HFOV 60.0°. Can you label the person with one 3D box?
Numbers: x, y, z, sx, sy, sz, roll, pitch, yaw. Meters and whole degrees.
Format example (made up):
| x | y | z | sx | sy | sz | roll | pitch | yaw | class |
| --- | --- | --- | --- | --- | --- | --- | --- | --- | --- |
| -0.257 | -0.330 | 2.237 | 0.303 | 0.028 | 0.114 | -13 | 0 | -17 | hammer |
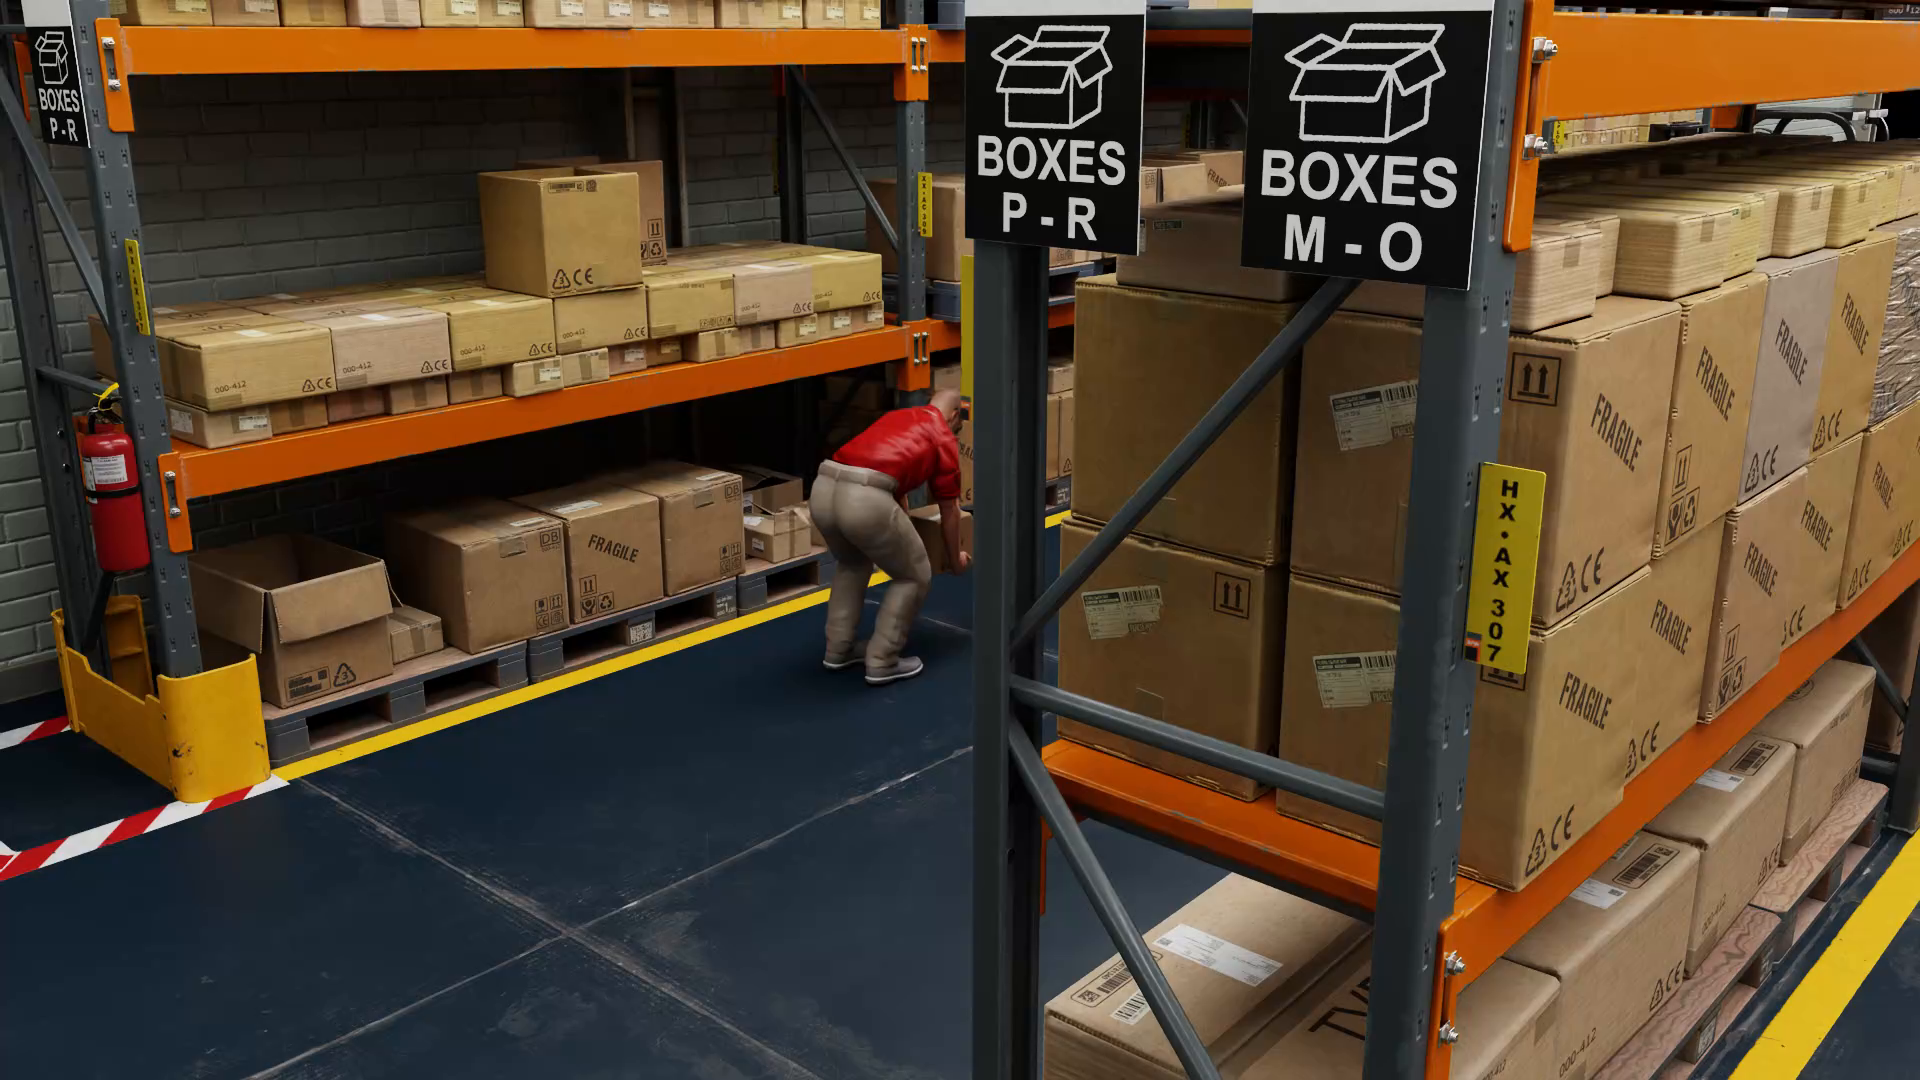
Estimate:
| x | y | z | sx | sy | sz | roll | pitch | yaw | class |
| --- | --- | --- | --- | --- | --- | --- | --- | --- | --- |
| -0.277 | -0.033 | 7.569 | 0.508 | 1.213 | 0.922 | 13 | 21 | 37 | person |
